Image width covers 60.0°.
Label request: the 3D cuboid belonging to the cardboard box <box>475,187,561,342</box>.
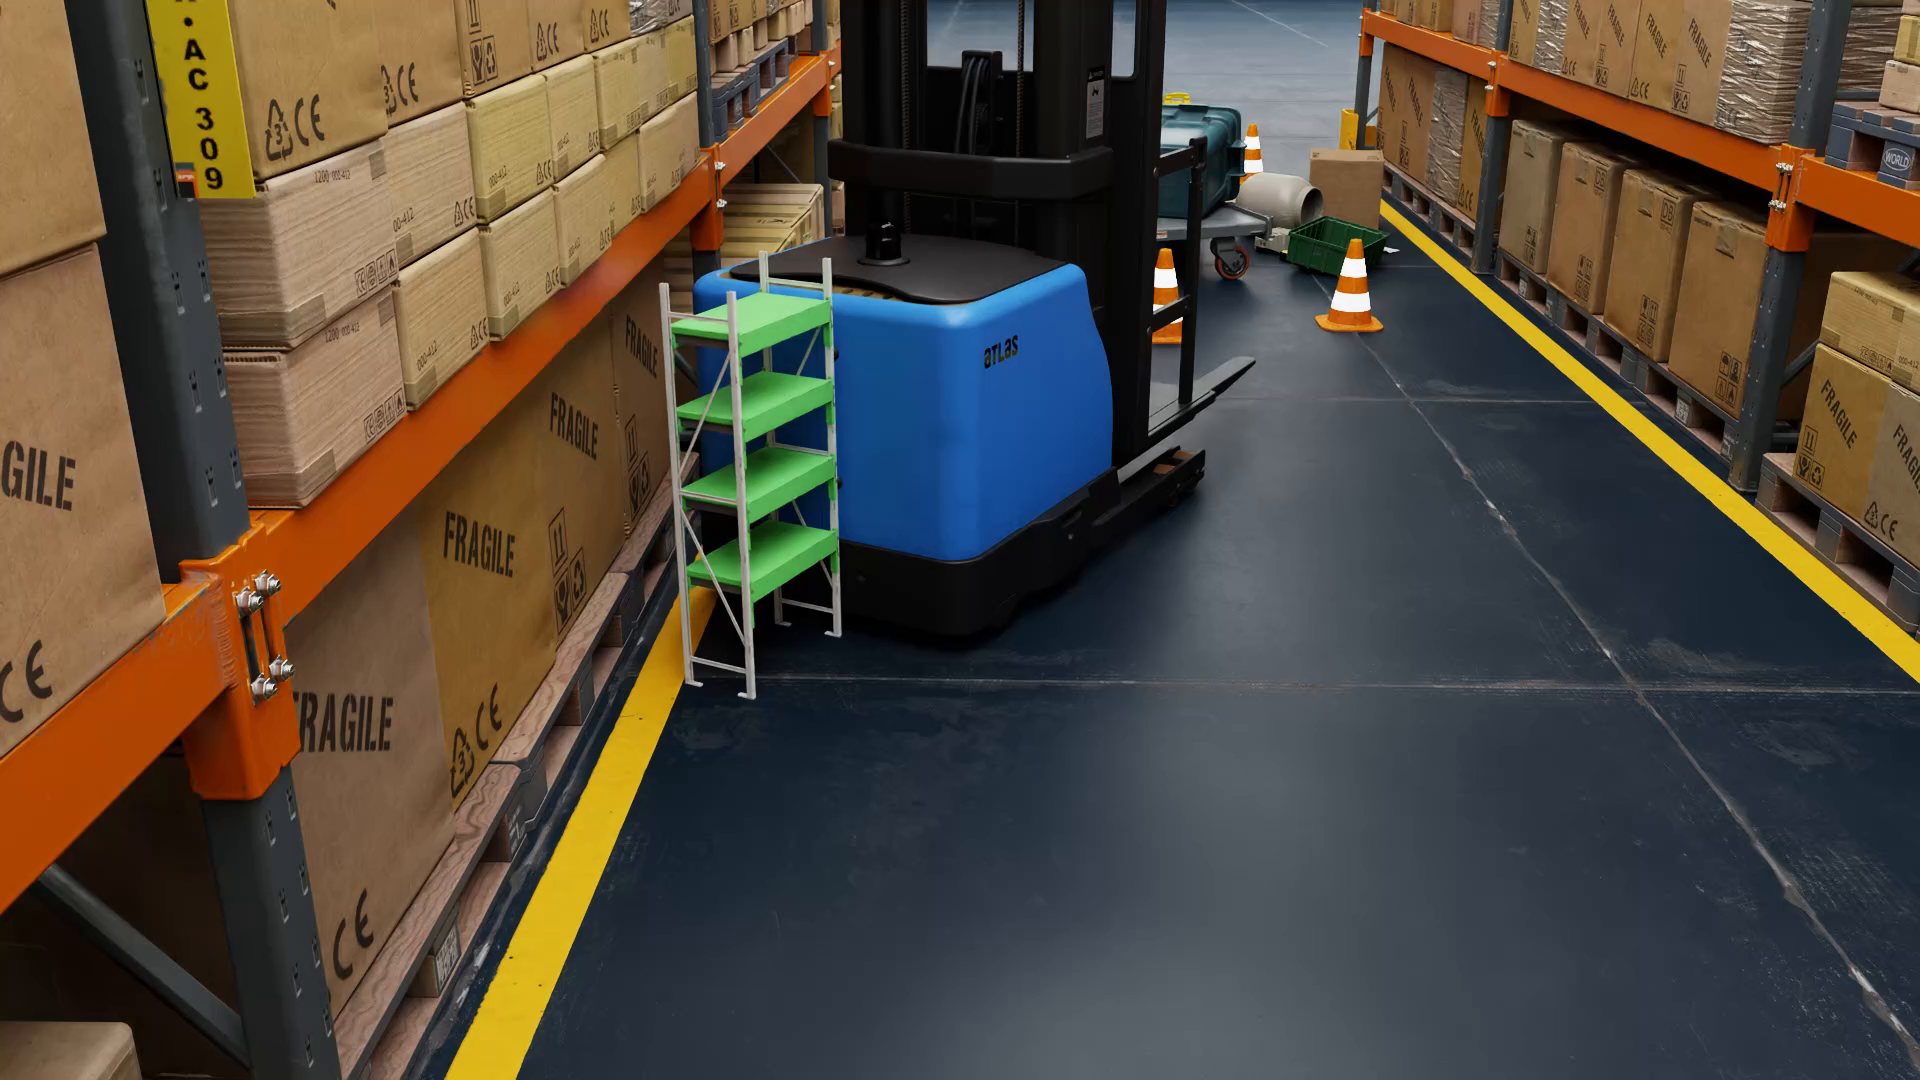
[{"bbox_3d":[-1.206,-0.624,3.698,0.500,0.250,0.500,0,21,1],"label":"cardboard box"}]

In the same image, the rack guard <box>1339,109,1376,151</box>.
[{"bbox_3d":[3.788,-3.330,13.920,1.175,0.500,0.348,1,21,2],"label":"rack guard"}]

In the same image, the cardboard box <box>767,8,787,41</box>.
[{"bbox_3d":[-1.071,-2.579,8.296,0.380,0.149,0.250,1,21,2],"label":"cardboard box"}]

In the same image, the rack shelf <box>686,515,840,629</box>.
[{"bbox_3d":[-0.594,0.088,4.983,0.258,0.148,0.480,10,24,25],"label":"rack shelf"}]

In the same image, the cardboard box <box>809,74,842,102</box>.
[{"bbox_3d":[-0.934,-2.879,10.589,0.380,0.149,0.250,1,21,2],"label":"cardboard box"}]

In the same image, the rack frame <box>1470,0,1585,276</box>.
[{"bbox_3d":[3.665,-3.040,9.718,1.000,3.000,0.127,1,21,2],"label":"rack frame"}]

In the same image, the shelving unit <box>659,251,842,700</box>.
[{"bbox_3d":[-0.594,-0.195,4.873,0.258,1.200,0.503,10,24,25],"label":"shelving unit"}]

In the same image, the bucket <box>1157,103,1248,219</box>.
[{"bbox_3d":[1.365,-2.297,10.227,0.726,0.611,0.620,8,33,20],"label":"bucket"}]

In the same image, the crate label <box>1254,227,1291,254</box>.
[{"bbox_3d":[2.084,-1.965,10.904,0.298,0.136,0.250,-16,26,-35],"label":"crate label"}]

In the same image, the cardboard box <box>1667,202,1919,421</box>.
[{"bbox_3d":[3.652,-0.960,6.886,1.050,0.750,0.750,0,21,1],"label":"cardboard box"}]

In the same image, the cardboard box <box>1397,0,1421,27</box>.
[{"bbox_3d":[3.684,-4.022,12.040,0.875,0.550,0.550,1,21,2],"label":"cardboard box"}]

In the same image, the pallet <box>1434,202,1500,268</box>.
[{"bbox_3d":[3.767,-2.014,10.929,1.003,0.211,1.213,1,21,2],"label":"pallet"}]

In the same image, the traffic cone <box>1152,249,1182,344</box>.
[{"bbox_3d":[1.067,-1.296,8.729,0.336,0.463,0.334,1,21,2],"label":"traffic cone"}]

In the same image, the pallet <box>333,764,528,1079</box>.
[{"bbox_3d":[-1.581,0.855,3.535,1.003,0.211,1.213,1,21,2],"label":"pallet"}]

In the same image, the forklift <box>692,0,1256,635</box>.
[{"bbox_3d":[0.306,-1.564,6.007,1.130,2.935,3.031,11,24,27],"label":"forklift"}]

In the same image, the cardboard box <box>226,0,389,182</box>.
[{"bbox_3d":[-1.228,-0.834,2.512,0.500,0.500,0.500,1,21,2],"label":"cardboard box"}]

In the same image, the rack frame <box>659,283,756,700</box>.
[{"bbox_3d":[-0.705,-0.116,4.670,0.240,1.200,0.015,10,24,25],"label":"rack frame"}]

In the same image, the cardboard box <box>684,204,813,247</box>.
[{"bbox_3d":[-1.317,-1.579,9.004,0.950,0.372,0.625,2,21,5],"label":"cardboard box"}]

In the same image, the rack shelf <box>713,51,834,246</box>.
[{"bbox_3d":[-1.346,-2.000,8.030,1.077,0.370,4.000,1,21,2],"label":"rack shelf"}]

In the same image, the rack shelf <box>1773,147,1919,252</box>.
[{"bbox_3d":[3.483,-0.535,4.257,1.077,0.370,4.000,1,21,2],"label":"rack shelf"}]

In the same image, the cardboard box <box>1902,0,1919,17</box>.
[{"bbox_3d":[3.336,-1.783,5.423,0.380,0.149,0.250,1,21,2],"label":"cardboard box"}]

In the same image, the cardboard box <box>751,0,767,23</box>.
[{"bbox_3d":[-1.144,-2.534,7.282,0.500,0.500,0.500,1,21,3],"label":"cardboard box"}]

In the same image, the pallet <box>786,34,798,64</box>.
[{"bbox_3d":[-1.454,-2.694,9.091,1.003,0.211,1.213,1,21,2],"label":"pallet"}]

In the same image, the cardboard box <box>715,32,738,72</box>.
[{"bbox_3d":[-1.115,-2.006,6.820,0.380,0.149,0.250,-1,21,-2],"label":"cardboard box"}]

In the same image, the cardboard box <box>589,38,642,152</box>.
[{"bbox_3d":[-1.175,-1.226,4.559,0.500,0.250,0.500,0,21,0],"label":"cardboard box"}]

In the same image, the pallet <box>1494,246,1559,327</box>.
[{"bbox_3d":[3.717,-1.460,9.501,1.003,0.211,1.213,1,21,2],"label":"pallet"}]

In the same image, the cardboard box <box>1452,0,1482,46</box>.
[{"bbox_3d":[3.659,-3.443,10.548,0.875,0.550,0.550,1,21,2],"label":"cardboard box"}]

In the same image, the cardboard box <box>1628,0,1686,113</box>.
[{"bbox_3d":[3.321,-2.167,7.330,0.500,0.500,0.500,0,21,1],"label":"cardboard box"}]

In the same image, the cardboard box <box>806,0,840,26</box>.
[{"bbox_3d":[-0.993,-3.399,10.094,0.500,0.500,0.500,1,21,1],"label":"cardboard box"}]

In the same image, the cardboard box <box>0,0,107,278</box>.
[{"bbox_3d":[-1.267,-0.505,1.663,0.500,0.500,0.500,0,21,1],"label":"cardboard box"}]

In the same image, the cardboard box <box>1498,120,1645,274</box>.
[{"bbox_3d":[3.736,-1.962,9.468,1.050,0.750,0.750,1,21,1],"label":"cardboard box"}]

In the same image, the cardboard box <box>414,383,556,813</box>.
[{"bbox_3d":[-1.570,0.077,4.039,0.875,0.875,0.875,1,21,3],"label":"cardboard box"}]

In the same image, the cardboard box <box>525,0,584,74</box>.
[{"bbox_3d":[-1.213,-1.387,3.936,0.500,0.500,0.500,0,21,1],"label":"cardboard box"}]

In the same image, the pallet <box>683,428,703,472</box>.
[{"bbox_3d":[-1.382,-0.594,7.269,1.003,0.211,1.213,1,21,2],"label":"pallet"}]

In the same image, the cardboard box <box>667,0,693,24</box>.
[{"bbox_3d":[-1.161,-1.935,5.348,0.500,0.500,0.500,0,21,0],"label":"cardboard box"}]

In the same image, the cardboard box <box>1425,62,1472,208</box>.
[{"bbox_3d":[3.778,-2.798,11.450,0.875,0.875,0.875,1,21,2],"label":"cardboard box"}]

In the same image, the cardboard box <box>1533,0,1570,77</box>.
[{"bbox_3d":[3.366,-2.717,8.747,0.500,0.500,0.500,1,21,2],"label":"cardboard box"}]

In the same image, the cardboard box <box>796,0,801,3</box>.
[{"bbox_3d":[-1.084,-3.090,8.717,0.500,0.500,0.500,1,21,2],"label":"cardboard box"}]

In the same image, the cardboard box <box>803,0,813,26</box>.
[{"bbox_3d":[-1.025,-2.948,9.246,0.380,0.149,0.250,1,21,2],"label":"cardboard box"}]

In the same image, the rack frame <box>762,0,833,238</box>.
[{"bbox_3d":[-1.285,-3.058,9.764,1.000,3.000,0.127,1,21,2],"label":"rack frame"}]

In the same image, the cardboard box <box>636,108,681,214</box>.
[{"bbox_3d":[-1.163,-1.171,5.108,0.500,0.250,0.500,1,21,3],"label":"cardboard box"}]

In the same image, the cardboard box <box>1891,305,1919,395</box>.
[{"bbox_3d":[3.265,-0.544,5.123,0.500,0.250,0.500,0,21,1],"label":"cardboard box"}]

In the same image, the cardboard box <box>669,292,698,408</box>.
[{"bbox_3d":[-1.380,-0.787,6.962,0.950,0.372,0.625,-1,21,-2],"label":"cardboard box"}]

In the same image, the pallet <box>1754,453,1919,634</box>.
[{"bbox_3d":[3.519,-0.011,5.767,1.003,0.211,1.213,1,21,2],"label":"pallet"}]

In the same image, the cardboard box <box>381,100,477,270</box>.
[{"bbox_3d":[-1.246,-0.674,3.134,0.500,0.250,0.500,1,21,2],"label":"cardboard box"}]
